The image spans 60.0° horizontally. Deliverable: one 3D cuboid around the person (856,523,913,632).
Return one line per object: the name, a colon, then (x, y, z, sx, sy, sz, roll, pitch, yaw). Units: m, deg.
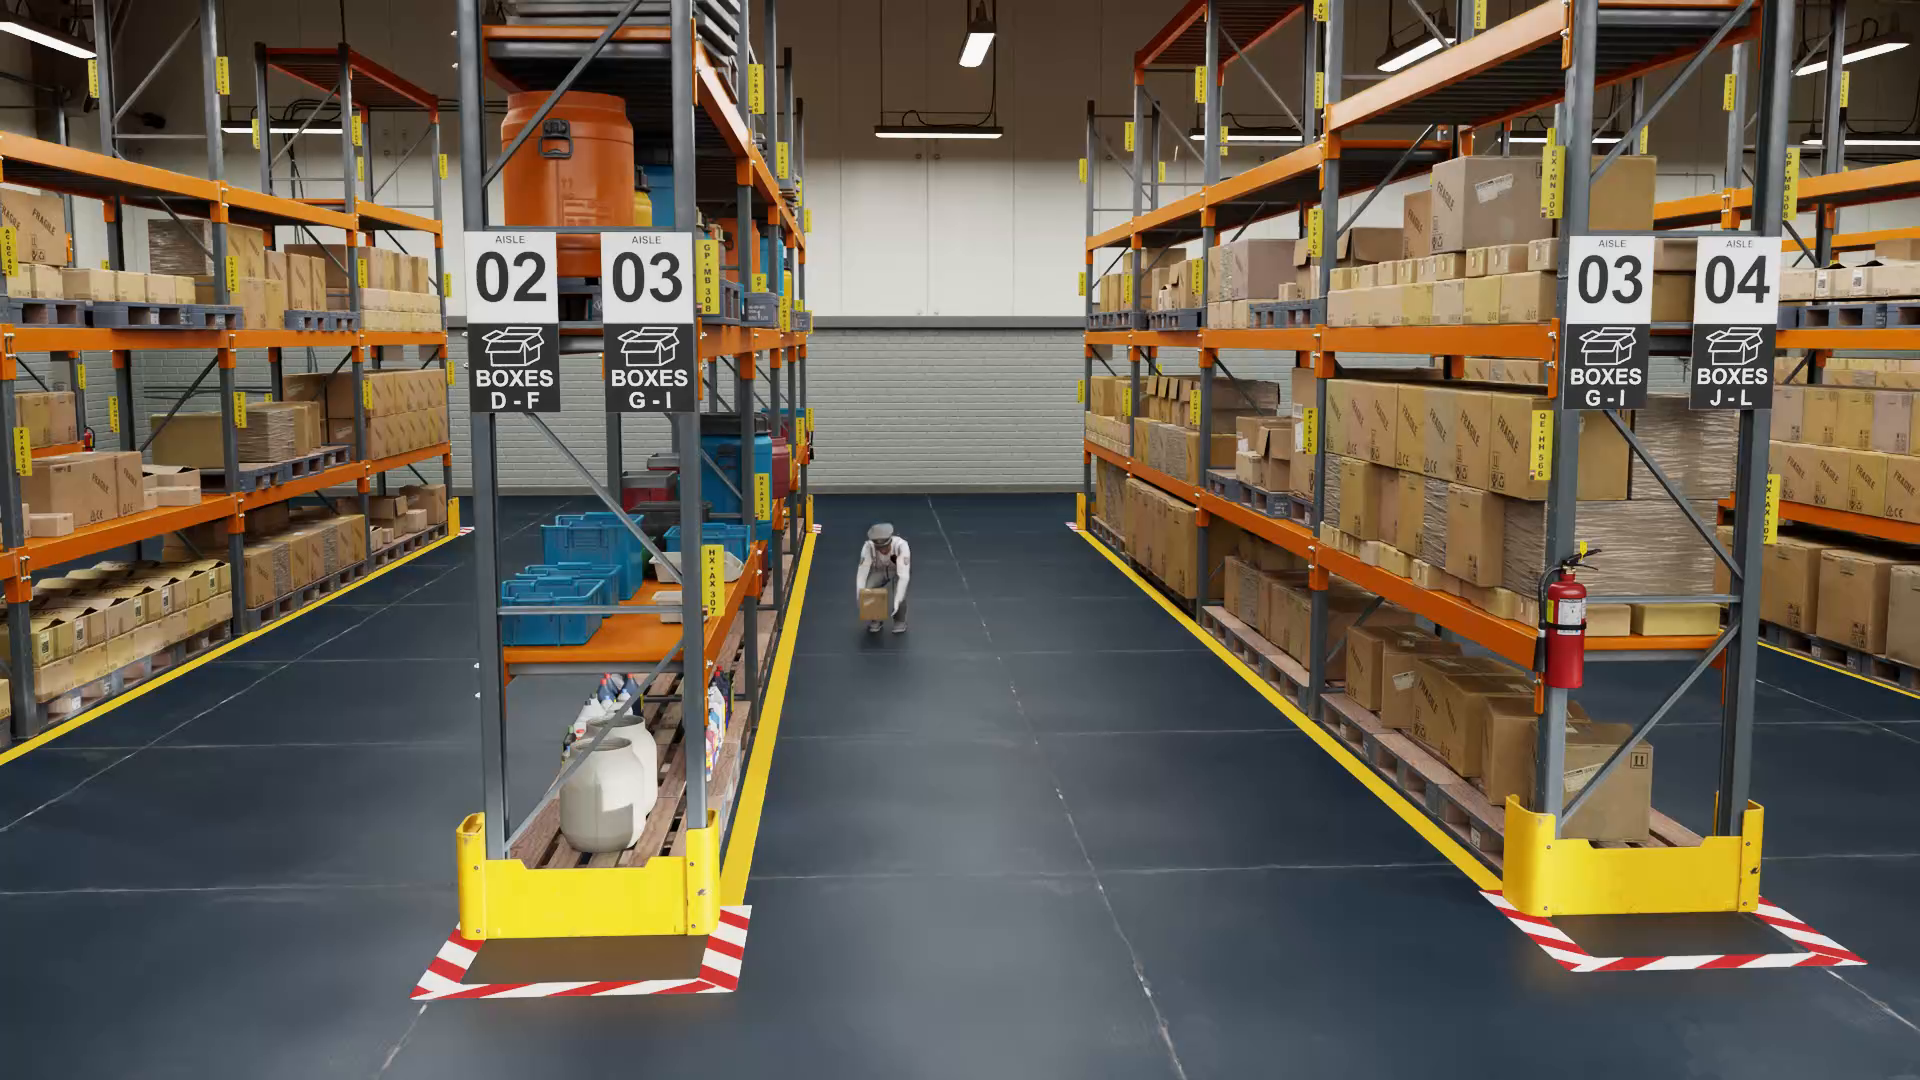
person: (-0.674, 0.344, 15.475, 0.501, 1.054, 0.818, 2, 7, 13)
